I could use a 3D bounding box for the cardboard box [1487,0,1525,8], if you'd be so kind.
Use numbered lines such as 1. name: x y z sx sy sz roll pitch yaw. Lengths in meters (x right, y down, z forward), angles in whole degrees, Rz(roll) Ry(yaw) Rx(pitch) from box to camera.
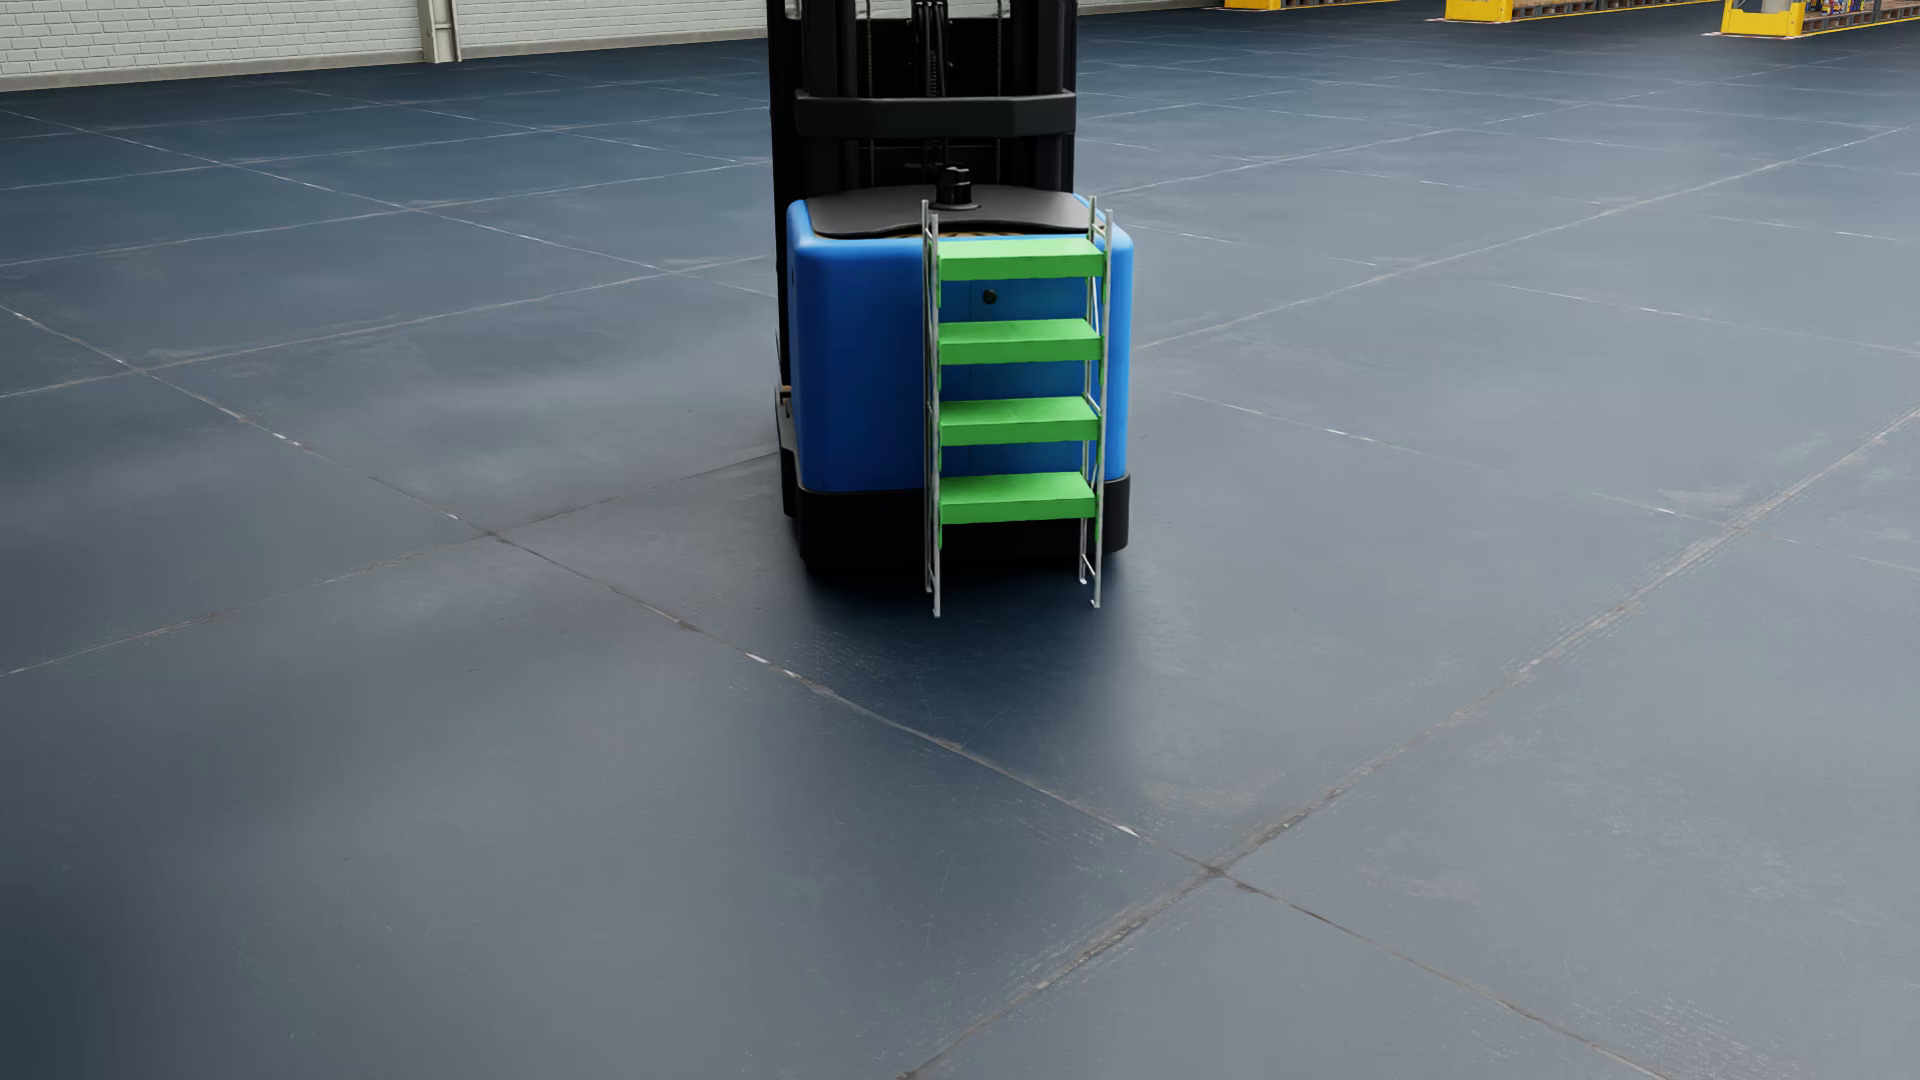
1. cardboard box: 9.873 -9.770 30.060 0.500 0.250 0.500 19 28 41

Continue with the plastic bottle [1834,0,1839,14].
1. plastic bottle: 14.683 -8.968 27.916 0.097 0.271 0.097 0 21 0

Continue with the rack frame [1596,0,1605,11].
1. rack frame: 12.130 -11.803 32.103 1.000 3.000 0.127 19 28 41

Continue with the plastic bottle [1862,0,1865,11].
1. plastic bottle: 15.646 -9.291 28.853 0.097 0.201 0.097 0 21 0

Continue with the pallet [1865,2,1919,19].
1. pallet: 17.047 -9.788 30.746 1.003 0.211 1.213 19 28 41

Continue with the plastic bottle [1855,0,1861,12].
1. plastic bottle: 15.433 -9.294 28.653 0.144 0.351 0.185 18 28 39

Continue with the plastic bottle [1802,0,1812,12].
1. plastic bottle: 14.511 -9.205 28.525 0.152 0.276 0.135 19 28 41

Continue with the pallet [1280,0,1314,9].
1. pallet: 6.432 -10.932 33.722 1.003 0.211 1.213 19 28 41

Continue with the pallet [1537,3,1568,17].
1. pallet: 10.694 -9.993 31.279 1.003 0.211 1.213 19 28 41

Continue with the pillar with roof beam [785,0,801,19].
1. pillar with roof beam: 0.369 -11.049 21.777 9.100 9.000 0.400 19 28 41

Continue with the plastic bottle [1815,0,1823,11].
1. plastic bottle: 14.919 -9.392 28.908 0.144 0.351 0.185 19 28 41

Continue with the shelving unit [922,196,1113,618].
1. shelving unit: 0.157 -0.382 4.897 0.503 1.200 0.258 -3 21 -7

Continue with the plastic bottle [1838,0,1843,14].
1. plastic bottle: 14.824 -9.020 28.052 0.097 0.271 0.097 0 21 0

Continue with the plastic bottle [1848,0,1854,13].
1. plastic bottle: 15.216 -9.161 28.401 0.133 0.283 0.061 -18 27 -39

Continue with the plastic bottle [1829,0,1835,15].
1. plastic bottle: 14.545 -8.914 27.757 0.133 0.283 0.061 -20 28 -41

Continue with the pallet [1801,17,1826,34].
1. pallet: 13.475 -8.472 27.321 1.003 0.211 1.213 19 28 41

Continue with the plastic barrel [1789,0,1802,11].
1. plastic barrel: 13.640 -8.886 27.396 0.421 0.512 0.421 0 21 0

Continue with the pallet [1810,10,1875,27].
1. pallet: 15.178 -9.099 28.953 1.003 0.211 1.213 19 28 41

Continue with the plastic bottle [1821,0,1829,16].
1. plastic bottle: 14.374 -8.854 27.620 0.097 0.271 0.097 0 21 0

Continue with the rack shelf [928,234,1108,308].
1. rack shelf: 0.157 -0.771 4.747 0.480 0.148 0.258 -3 21 -7

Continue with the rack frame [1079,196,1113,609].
1. rack frame: 0.399 -0.394 4.928 0.015 1.200 0.240 -3 21 -7

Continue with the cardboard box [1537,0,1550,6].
1. cardboard box: 10.568 -10.028 30.730 0.500 0.250 0.500 19 28 41

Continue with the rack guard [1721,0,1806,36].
1. rack guard: 12.905 -8.399 26.730 1.175 0.500 0.348 19 28 41

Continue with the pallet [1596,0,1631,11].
1. pallet: 12.616 -10.701 33.121 1.003 0.211 1.213 19 28 41

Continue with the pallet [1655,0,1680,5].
1. pallet: 14.318 -11.328 34.753 1.003 0.211 1.213 19 28 41

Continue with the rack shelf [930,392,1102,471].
1. rack shelf: 0.157 -0.323 4.920 0.480 0.148 0.258 -3 21 -7

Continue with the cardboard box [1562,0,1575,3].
1. cardboard box: 11.269 -10.284 31.396 0.500 0.250 0.500 19 28 41

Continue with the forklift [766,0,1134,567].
1. forklift: -0.164 -1.775 6.109 1.130 2.935 3.031 -3 21 -7

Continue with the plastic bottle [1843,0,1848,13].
1. plastic bottle: 14.958 -9.086 28.216 0.135 0.276 0.152 -20 28 -41
